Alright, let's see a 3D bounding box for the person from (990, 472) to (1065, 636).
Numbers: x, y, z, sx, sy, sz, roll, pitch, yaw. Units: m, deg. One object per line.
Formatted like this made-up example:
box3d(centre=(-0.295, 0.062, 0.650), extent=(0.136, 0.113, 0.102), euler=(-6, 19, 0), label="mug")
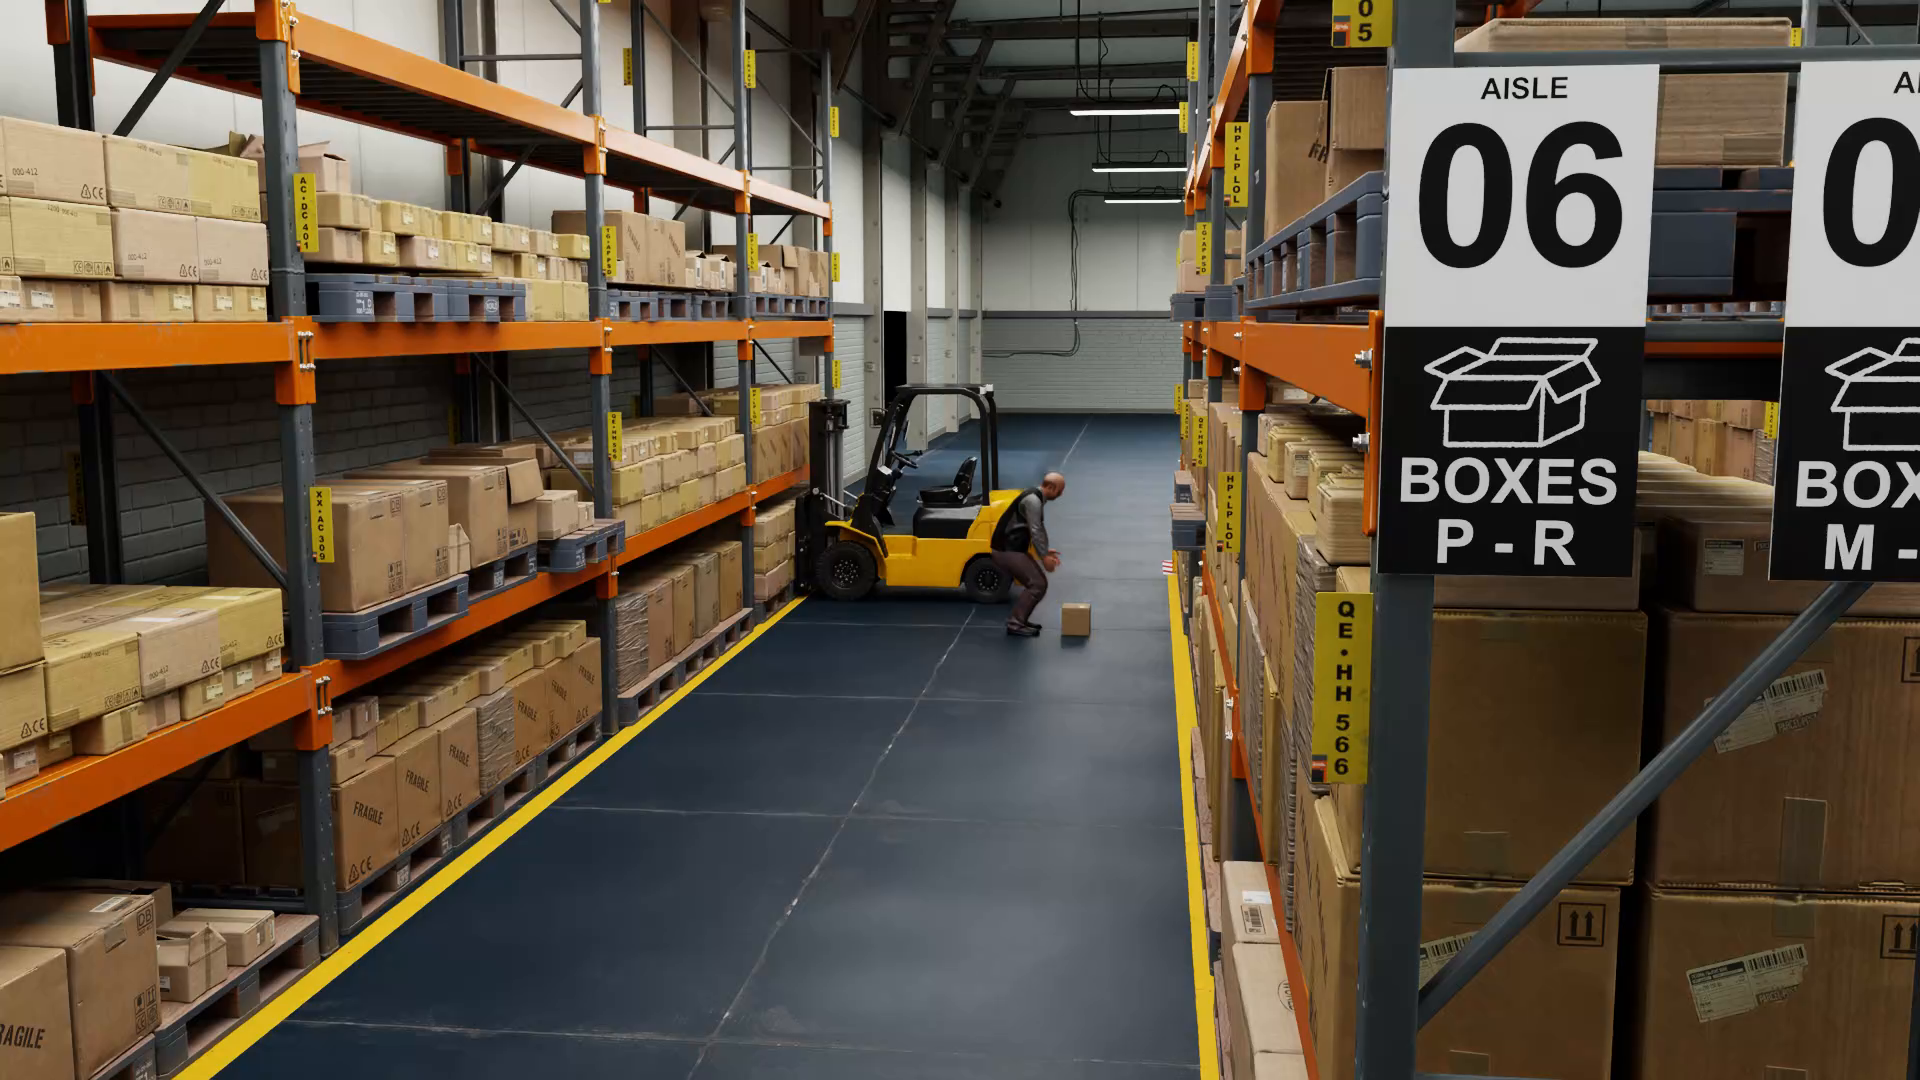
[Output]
box3d(centre=(0.612, 0.112, 15.063), extent=(0.670, 1.461, 0.590), euler=(1, 8, 7), label="person")
